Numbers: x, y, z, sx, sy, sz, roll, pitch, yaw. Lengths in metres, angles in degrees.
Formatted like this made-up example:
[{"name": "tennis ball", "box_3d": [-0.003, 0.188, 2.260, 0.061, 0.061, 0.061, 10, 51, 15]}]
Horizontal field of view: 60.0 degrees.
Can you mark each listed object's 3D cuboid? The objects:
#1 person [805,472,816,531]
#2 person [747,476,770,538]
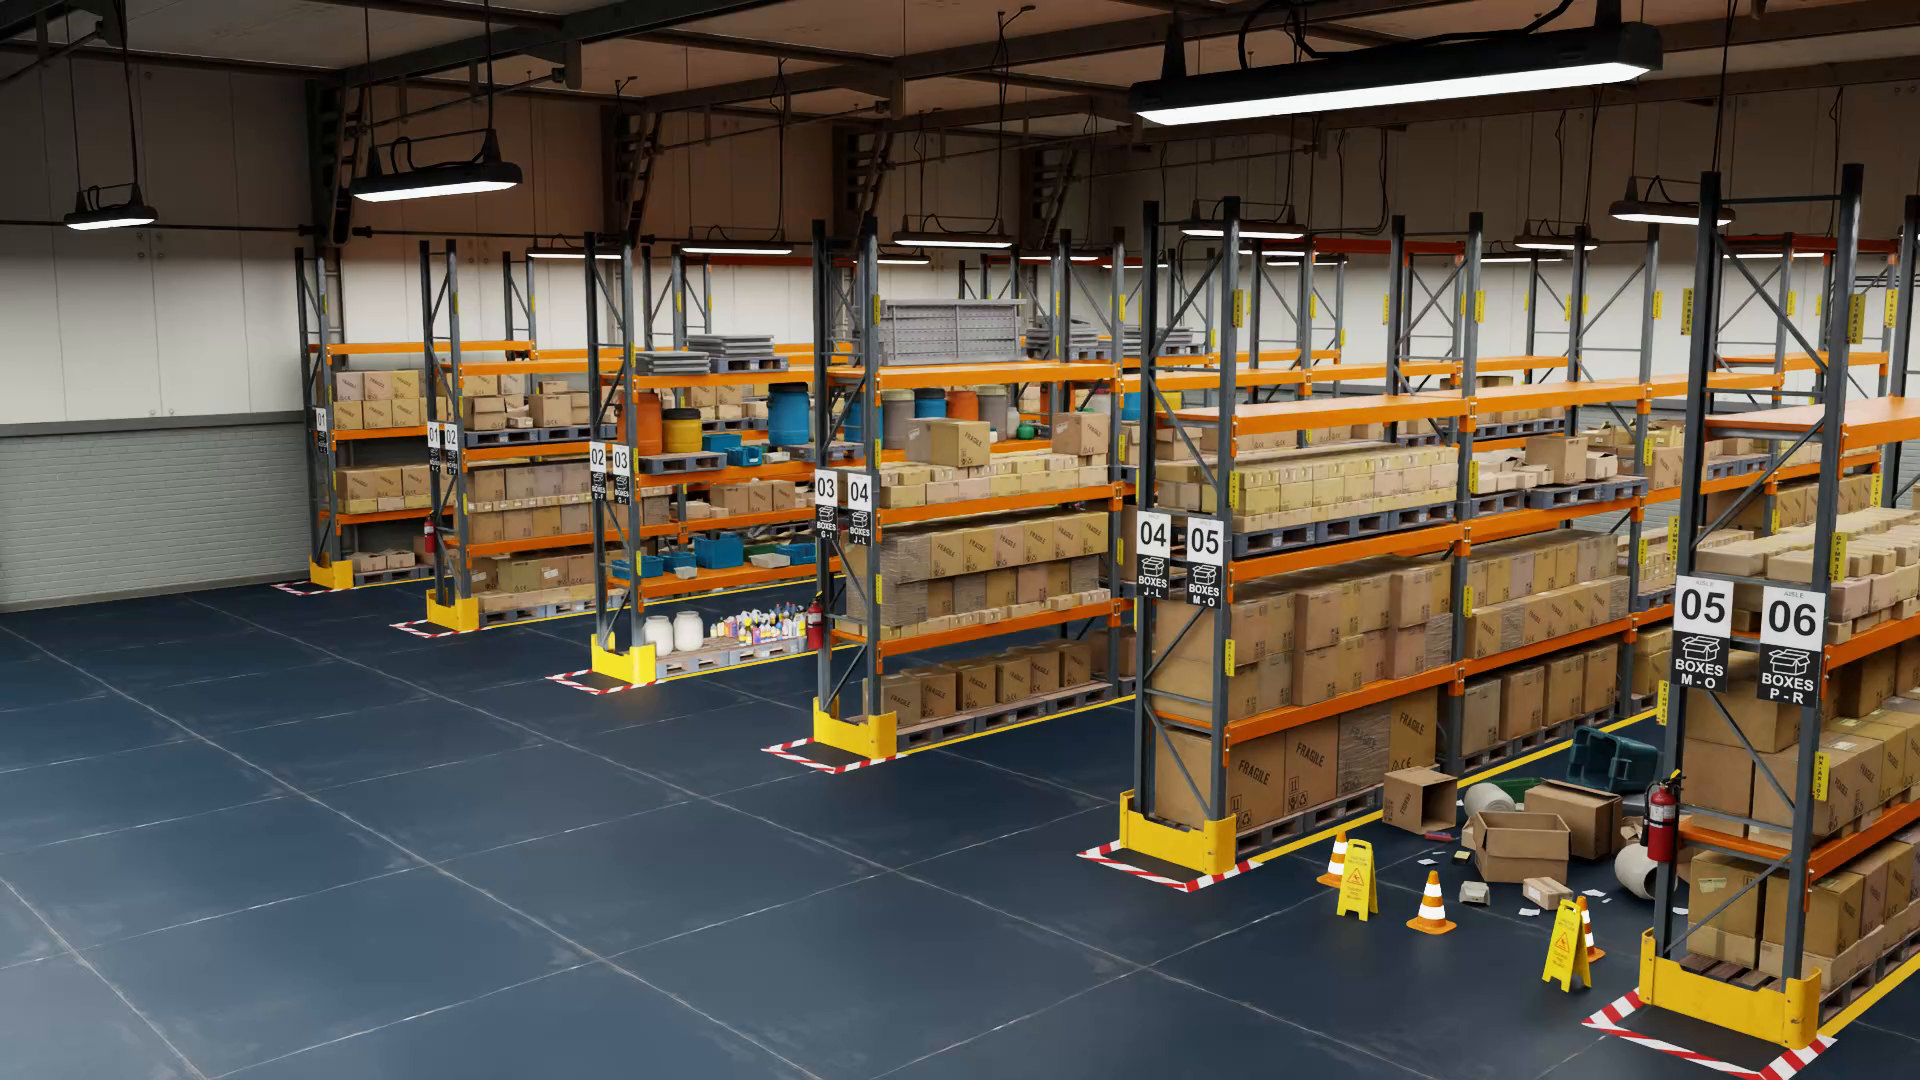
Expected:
[{"name": "person", "box_3d": [-2.830, -0.630, 33.855, 0.721, 1.561, 0.606, -6, 10, -34]}, {"name": "person", "box_3d": [-4.107, -0.635, 33.485, 0.465, 1.761, 0.562, -4, 9, -25]}]
